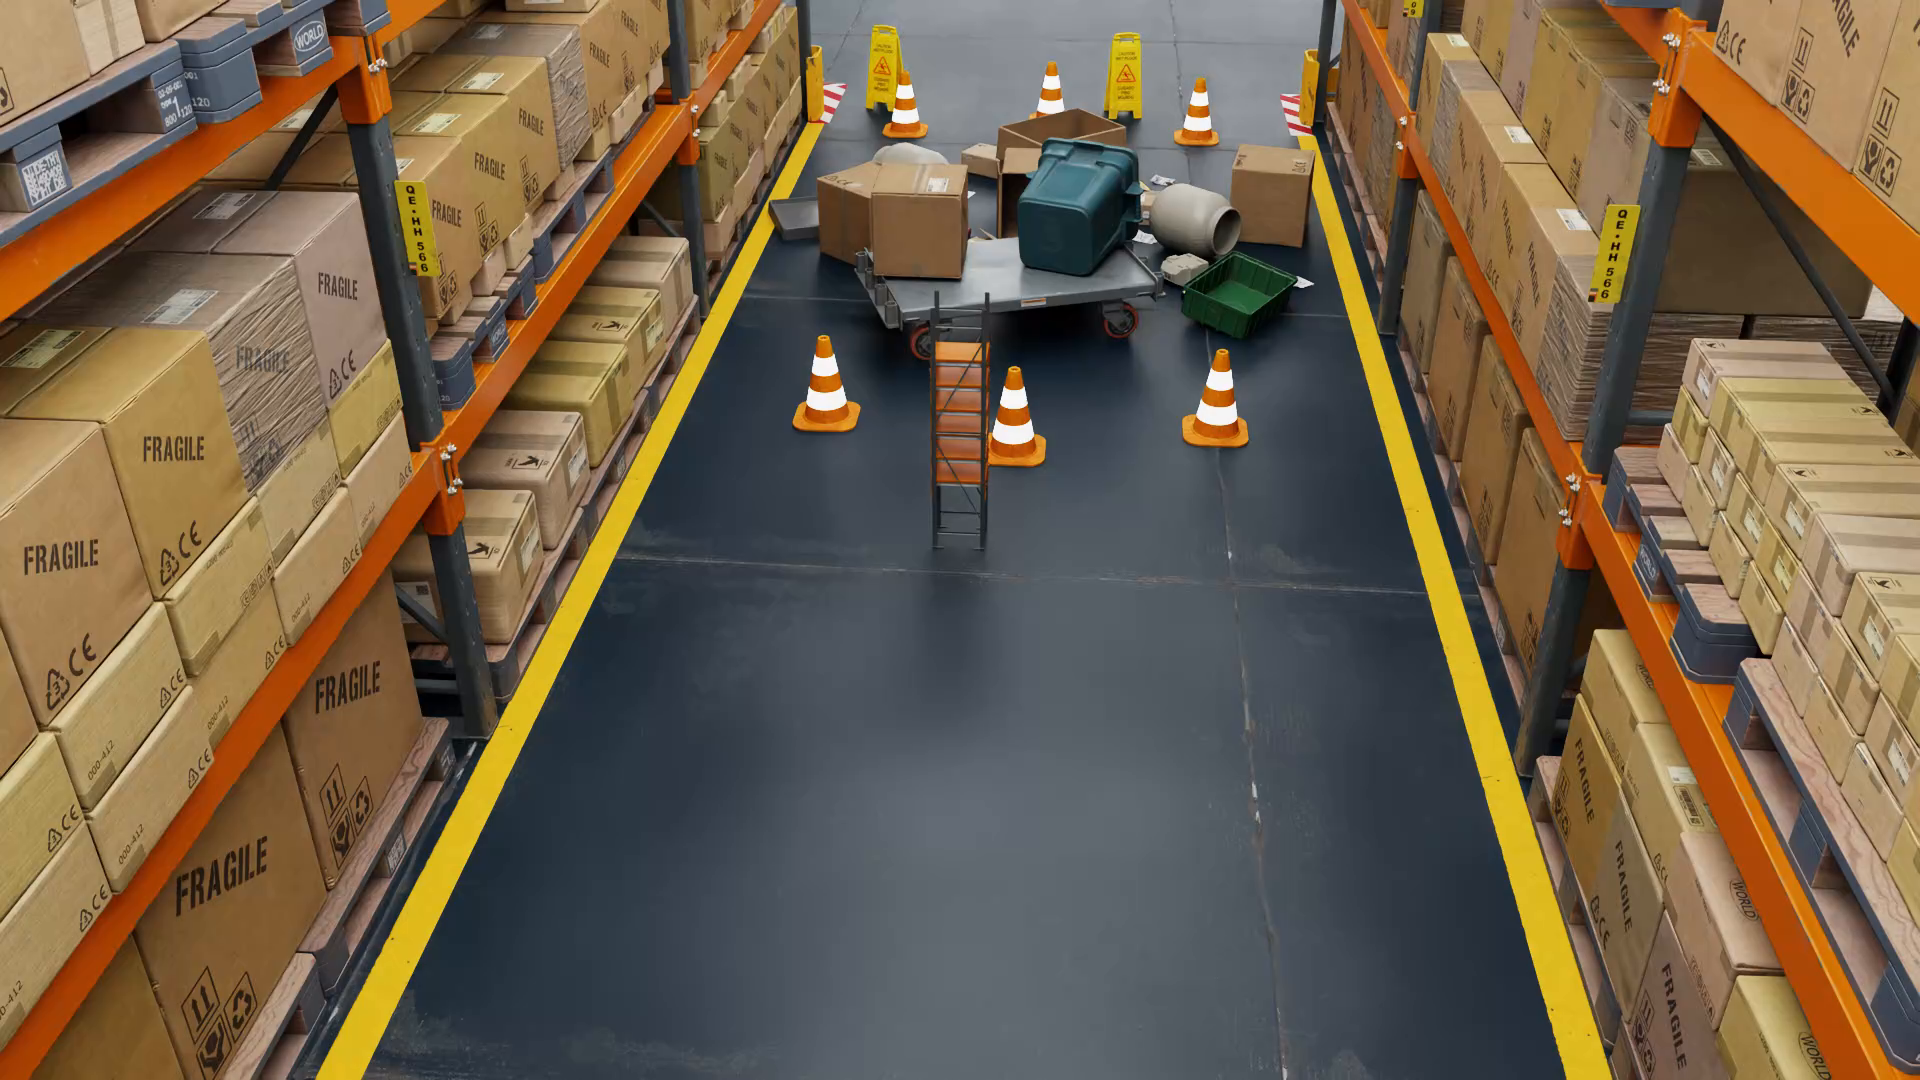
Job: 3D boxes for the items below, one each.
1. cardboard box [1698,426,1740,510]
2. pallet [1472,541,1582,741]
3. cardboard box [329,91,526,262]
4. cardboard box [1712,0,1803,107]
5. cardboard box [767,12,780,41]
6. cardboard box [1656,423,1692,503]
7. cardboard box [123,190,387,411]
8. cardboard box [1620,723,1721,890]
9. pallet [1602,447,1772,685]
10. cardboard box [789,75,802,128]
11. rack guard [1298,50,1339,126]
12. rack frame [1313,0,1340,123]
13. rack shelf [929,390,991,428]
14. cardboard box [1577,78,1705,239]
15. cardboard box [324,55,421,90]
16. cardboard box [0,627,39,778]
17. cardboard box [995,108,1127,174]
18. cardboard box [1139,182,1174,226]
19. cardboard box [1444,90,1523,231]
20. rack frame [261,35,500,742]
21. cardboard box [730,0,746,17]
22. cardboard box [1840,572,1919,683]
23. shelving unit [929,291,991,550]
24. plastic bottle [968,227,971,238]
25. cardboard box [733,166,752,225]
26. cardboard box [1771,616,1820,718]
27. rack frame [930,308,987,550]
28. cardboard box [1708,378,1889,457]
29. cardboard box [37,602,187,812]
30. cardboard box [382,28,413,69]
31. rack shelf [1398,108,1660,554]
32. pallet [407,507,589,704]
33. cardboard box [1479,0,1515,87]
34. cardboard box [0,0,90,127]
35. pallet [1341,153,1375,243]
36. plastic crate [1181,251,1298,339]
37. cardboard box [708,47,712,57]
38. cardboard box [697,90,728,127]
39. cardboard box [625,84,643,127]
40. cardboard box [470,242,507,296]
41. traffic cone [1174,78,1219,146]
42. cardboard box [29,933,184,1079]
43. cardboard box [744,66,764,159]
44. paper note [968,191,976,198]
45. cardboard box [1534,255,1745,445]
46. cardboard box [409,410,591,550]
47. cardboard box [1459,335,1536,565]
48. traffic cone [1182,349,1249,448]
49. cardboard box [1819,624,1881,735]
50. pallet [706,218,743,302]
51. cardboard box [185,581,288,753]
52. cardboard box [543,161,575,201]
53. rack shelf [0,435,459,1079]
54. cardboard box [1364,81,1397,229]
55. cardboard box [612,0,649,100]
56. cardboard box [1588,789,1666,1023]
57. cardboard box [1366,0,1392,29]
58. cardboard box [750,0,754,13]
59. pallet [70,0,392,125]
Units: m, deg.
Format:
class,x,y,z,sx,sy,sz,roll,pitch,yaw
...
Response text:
class,x,y,z,sx,sy,sz,roll,pitch,yaw
cardboard box,2.357,-0.198,4.768,0.380,0.149,0.250,4,32,6
pallet,2.756,0.392,6.912,1.003,0.211,1.213,2,32,4
cardboard box,-2.022,-1.390,6.368,0.500,0.500,0.500,4,32,7
cardboard box,2.305,-1.418,4.237,0.500,0.500,0.500,2,32,4
cardboard box,-1.466,-3.575,11.579,0.380,0.149,0.250,3,32,5
cardboard box,2.379,-0.232,5.107,0.380,0.149,0.250,2,32,3
cardboard box,-2.107,-0.731,5.029,0.500,0.500,0.500,2,32,3
cardboard box,2.278,0.796,4.867,0.500,0.250,0.500,2,32,3
pallet,2.665,0.073,4.955,1.213,0.211,1.003,2,32,4
cardboard box,-1.473,-3.289,12.448,0.500,0.250,0.500,2,32,4
rack guard,3.270,-3.517,12.981,1.175,0.500,0.348,2,32,4
rack frame,3.268,-4.569,12.305,1.000,3.000,0.127,2,32,4
rack shelf,0.001,-0.583,7.408,0.258,0.103,0.180,2,32,4
cardboard box,2.703,-1.353,6.038,0.700,0.500,0.500,2,32,3
cardboard box,-2.494,-1.677,6.832,0.500,0.500,0.500,0,32,1
cardboard box,-2.271,0.332,3.304,0.500,0.500,0.500,2,32,3
cardboard box,0.706,-2.638,11.551,0.797,0.503,0.637,-20,37,-29
cardboard box,1.247,-2.291,11.214,0.396,0.266,0.258,8,32,12
cardboard box,2.548,-1.731,7.604,0.500,0.500,0.500,2,32,4
rack frame,-2.325,-0.544,5.774,1.000,3.000,0.127,2,32,4
cardboard box,-1.614,-3.549,10.270,0.500,0.500,0.500,2,32,4
cardboard box,2.281,0.210,3.822,0.380,0.149,0.250,3,32,5
shelving unit,0.001,-0.518,7.447,0.258,1.200,0.189,2,32,4
plastic bottle,-0.025,-1.980,10.904,0.133,0.061,0.283,8,32,12
cardboard box,-1.650,-2.221,10.715,0.500,0.250,0.500,4,32,7
cardboard box,2.296,0.330,4.195,0.380,0.149,0.250,3,32,6
rack frame,-0.006,-0.471,7.370,0.240,1.200,0.006,2,32,4
cardboard box,2.367,-0.337,4.709,0.380,0.149,0.250,2,32,3
cardboard box,-2.213,0.379,3.942,0.500,0.250,0.500,2,32,2
cardboard box,-2.473,-2.036,6.797,0.380,0.149,0.250,1,32,2
rack shelf,2.779,-1.125,7.402,1.077,0.370,4.000,2,32,4
pallet,-2.260,0.234,7.169,1.003,0.211,1.213,2,32,4
cardboard box,2.868,-2.417,7.764,0.700,0.500,0.500,2,32,3
cardboard box,-2.180,-1.109,3.335,0.500,0.500,0.500,3,32,4
pallet,3.179,-2.324,11.320,1.003,0.211,1.213,2,32,4
plastic crate,1.651,-1.451,9.872,0.450,0.188,0.662,29,41,23
cardboard box,-1.694,-2.954,9.924,0.380,0.149,0.250,2,32,4
cardboard box,-1.612,-2.599,9.996,0.380,0.149,0.250,3,32,5
cardboard box,-1.791,-2.153,8.224,0.380,0.149,0.250,2,32,3
cardboard box,-1.989,-1.066,6.459,0.380,0.149,0.250,0,32,1
traffic cone,1.809,-3.272,12.618,0.336,0.463,0.334,2,32,4
cardboard box,-2.614,1.473,4.126,0.875,0.875,0.875,3,32,5
cardboard box,-1.607,-2.812,10.959,0.500,0.500,0.500,4,32,7
paper note,0.014,-2.441,11.694,0.148,0.019,0.142,14,34,21
cardboard box,2.386,-0.675,5.891,0.500,0.500,0.500,2,32,4
cardboard box,-2.217,-0.285,7.459,0.950,0.372,0.625,2,32,3
cardboard box,2.824,-0.379,7.249,1.050,0.750,0.750,3,32,5
traffic cone,1.328,-0.760,8.543,0.336,0.463,0.334,2,32,4
cardboard box,2.274,0.334,3.905,0.380,0.149,0.250,2,32,4
pallet,-1.980,-1.801,10.472,1.003,0.211,1.213,2,32,4
cardboard box,-2.191,0.326,4.506,0.500,0.250,0.500,2,32,3
cardboard box,-1.934,-1.621,7.361,0.380,0.149,0.250,3,32,6
rack shelf,-2.488,0.808,4.266,1.077,0.370,4.000,2,32,4
cardboard box,3.133,-2.549,10.652,0.875,0.875,0.875,3,32,4
cardboard box,-1.847,-2.473,8.125,0.500,0.500,0.500,3,32,4
cardboard box,2.267,1.122,5.053,0.500,0.500,0.500,3,32,5
cardboard box,3.087,-3.582,10.560,0.875,0.550,0.500,2,32,4
cardboard box,-1.548,-3.481,10.779,0.380,0.149,0.250,2,32,4
pallet,-2.325,-1.402,4.487,1.213,0.211,1.003,4,32,6
